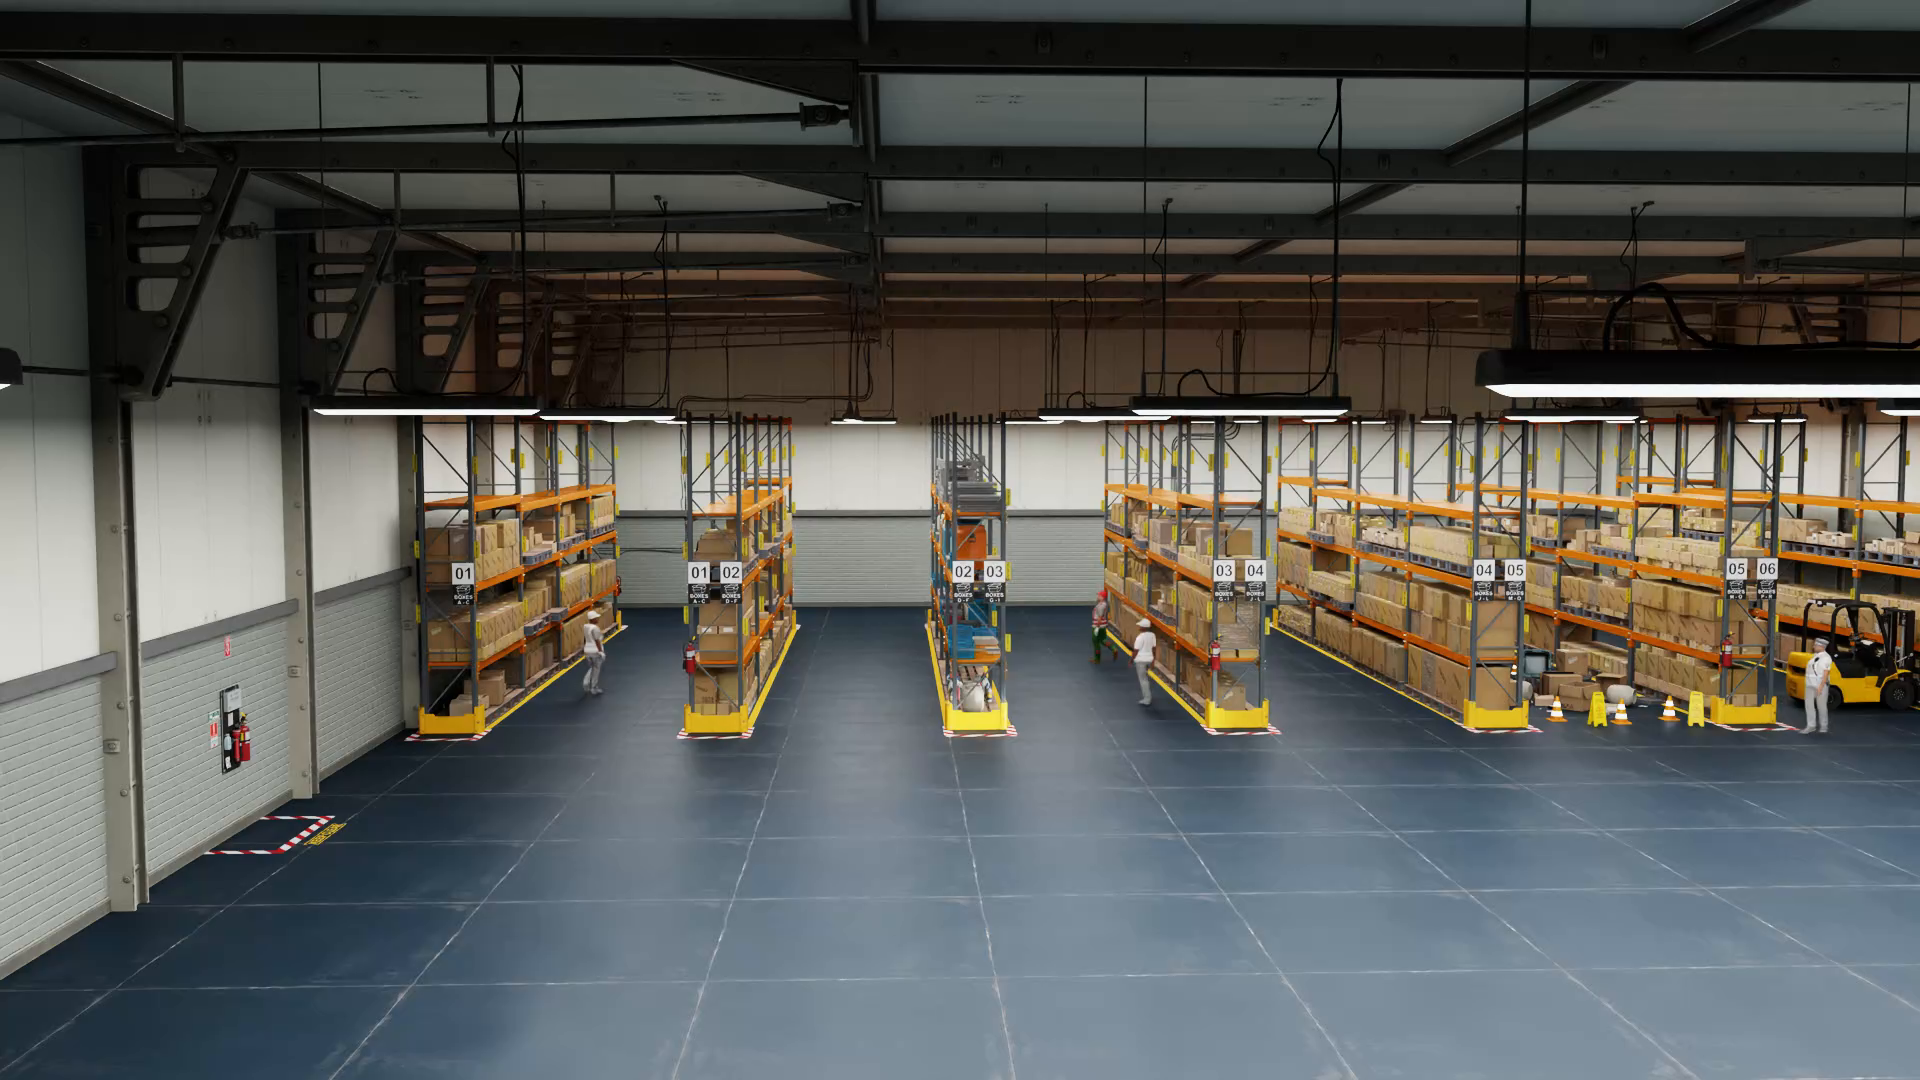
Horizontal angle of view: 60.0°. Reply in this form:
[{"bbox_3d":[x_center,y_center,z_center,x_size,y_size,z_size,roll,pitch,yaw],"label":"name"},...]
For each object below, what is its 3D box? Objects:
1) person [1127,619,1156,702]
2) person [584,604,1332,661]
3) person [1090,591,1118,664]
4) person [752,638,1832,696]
[{"bbox_3d":[3.768,2.460,34.241,0.594,1.688,0.500,-3,5,-41],"label":"person"},{"bbox_3d":[5.808,1.854,43.715,14.060,1.808,29.230,3,5,34],"label":"person"},{"bbox_3d":[3.360,2.103,40.082,0.600,1.776,0.540,2,4,30],"label":"person"},{"bbox_3d":[5.677,2.301,33.904,15.779,1.325,15.612,-2,4,-29],"label":"person"}]
